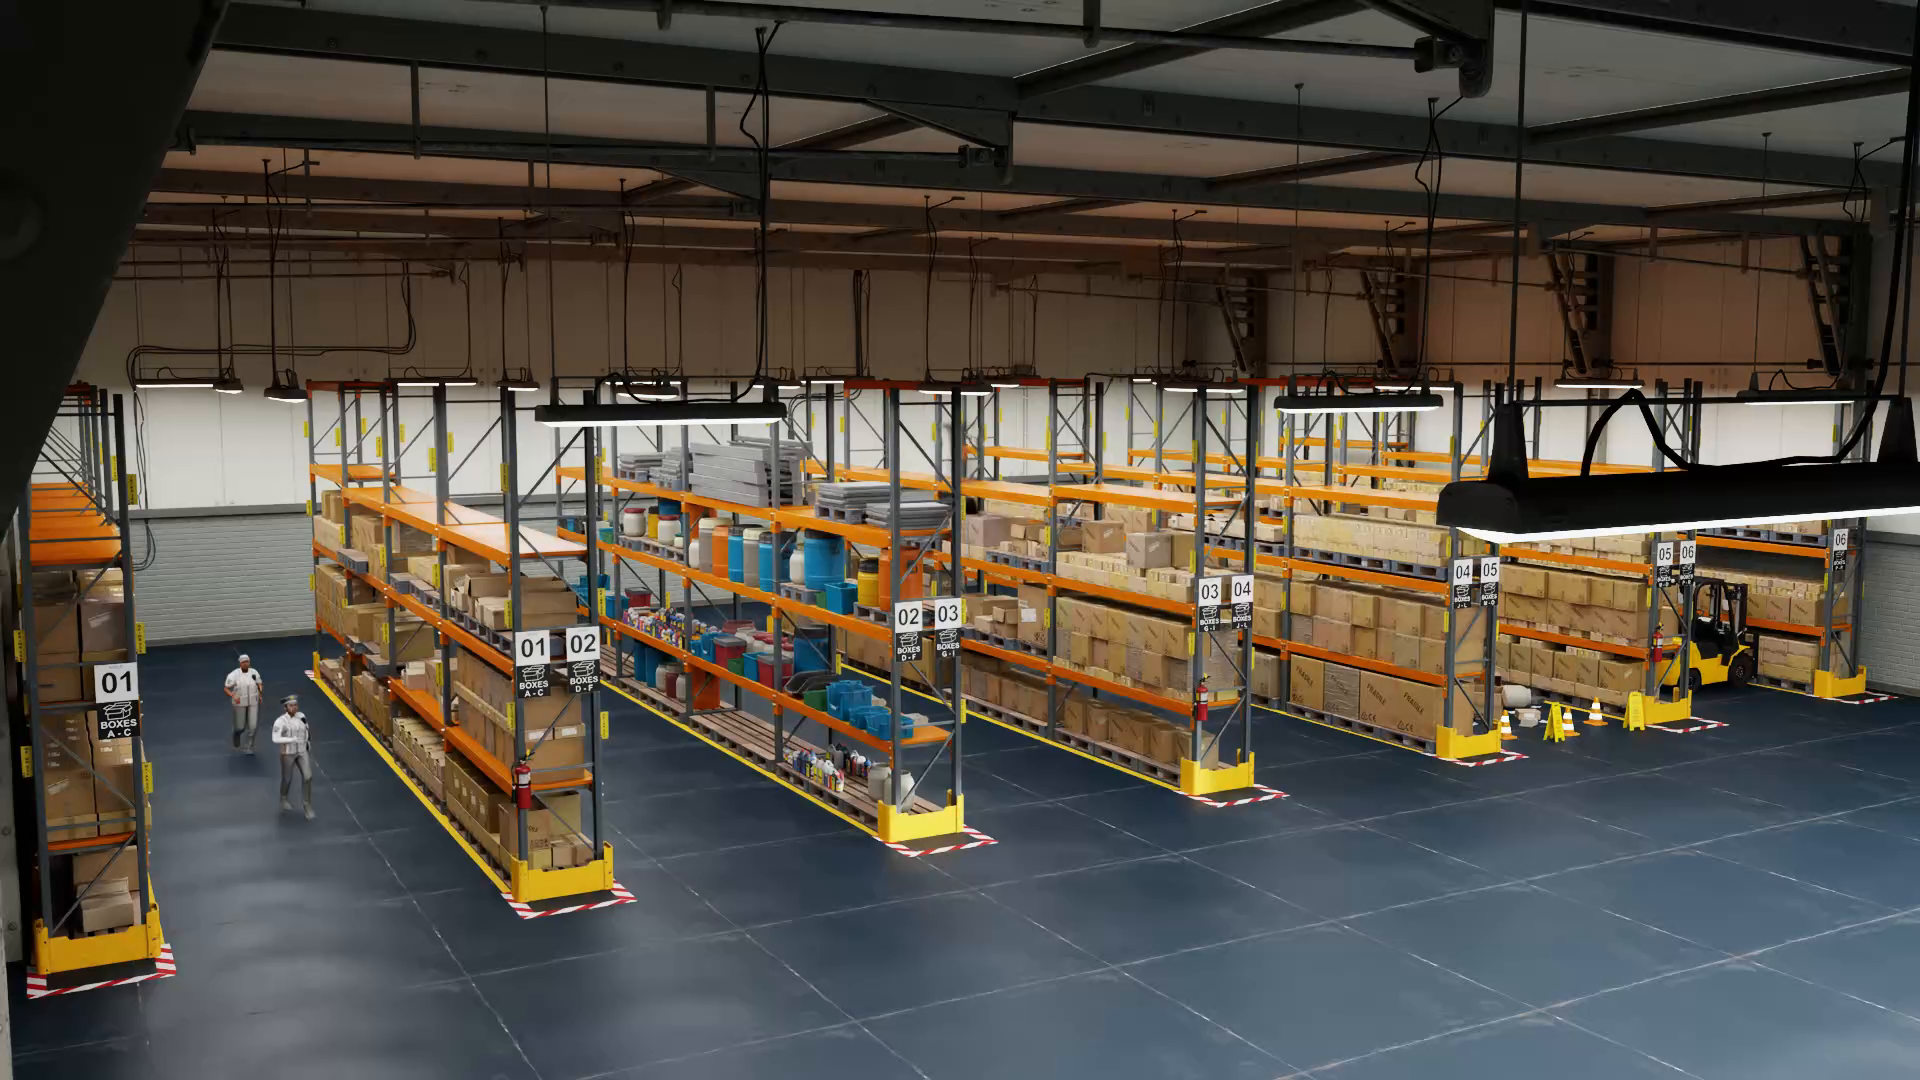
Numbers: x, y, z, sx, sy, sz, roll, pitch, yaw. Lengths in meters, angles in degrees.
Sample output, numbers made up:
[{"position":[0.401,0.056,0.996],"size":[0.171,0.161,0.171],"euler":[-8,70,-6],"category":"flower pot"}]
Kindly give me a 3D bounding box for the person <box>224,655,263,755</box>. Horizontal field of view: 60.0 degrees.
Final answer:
[{"position":[-11.609,2.657,27.007],"size":[0.595,1.622,0.561],"euler":[-5,8,-38],"category":"person"}]

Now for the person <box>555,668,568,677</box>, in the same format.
[{"position":[-6.778,2.501,28.024],"size":[0.700,1.723,0.583],"euler":[-4,7,-31],"category":"person"}]

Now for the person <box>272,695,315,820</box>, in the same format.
[{"position":[-9.331,3.015,23.256],"size":[0.597,1.746,0.739],"euler":[-6,8,-42],"category":"person"}]
